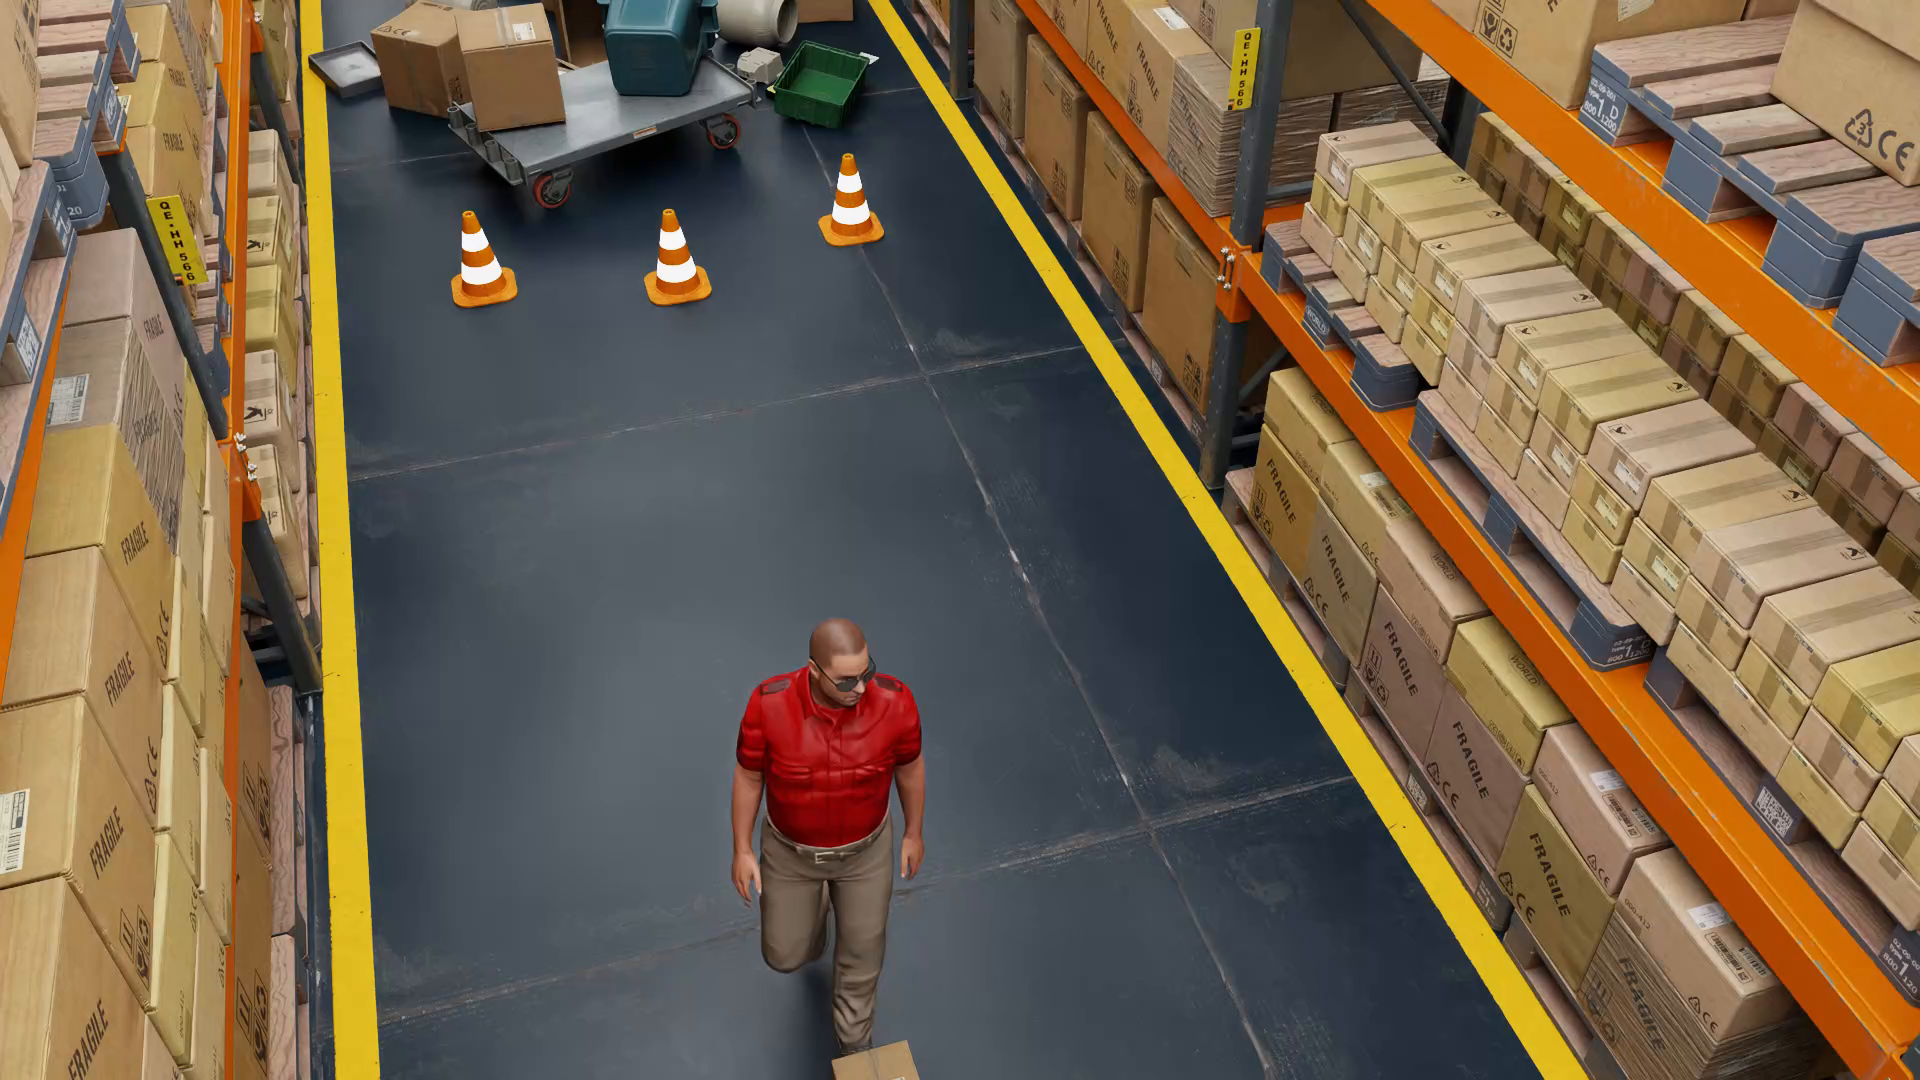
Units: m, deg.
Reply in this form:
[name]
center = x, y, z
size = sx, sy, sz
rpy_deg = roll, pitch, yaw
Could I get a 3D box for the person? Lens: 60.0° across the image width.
[person]
center = -0.394, 0.977, 5.089
size = 0.618, 1.702, 0.757
rpy_deg = -5, 42, -6
